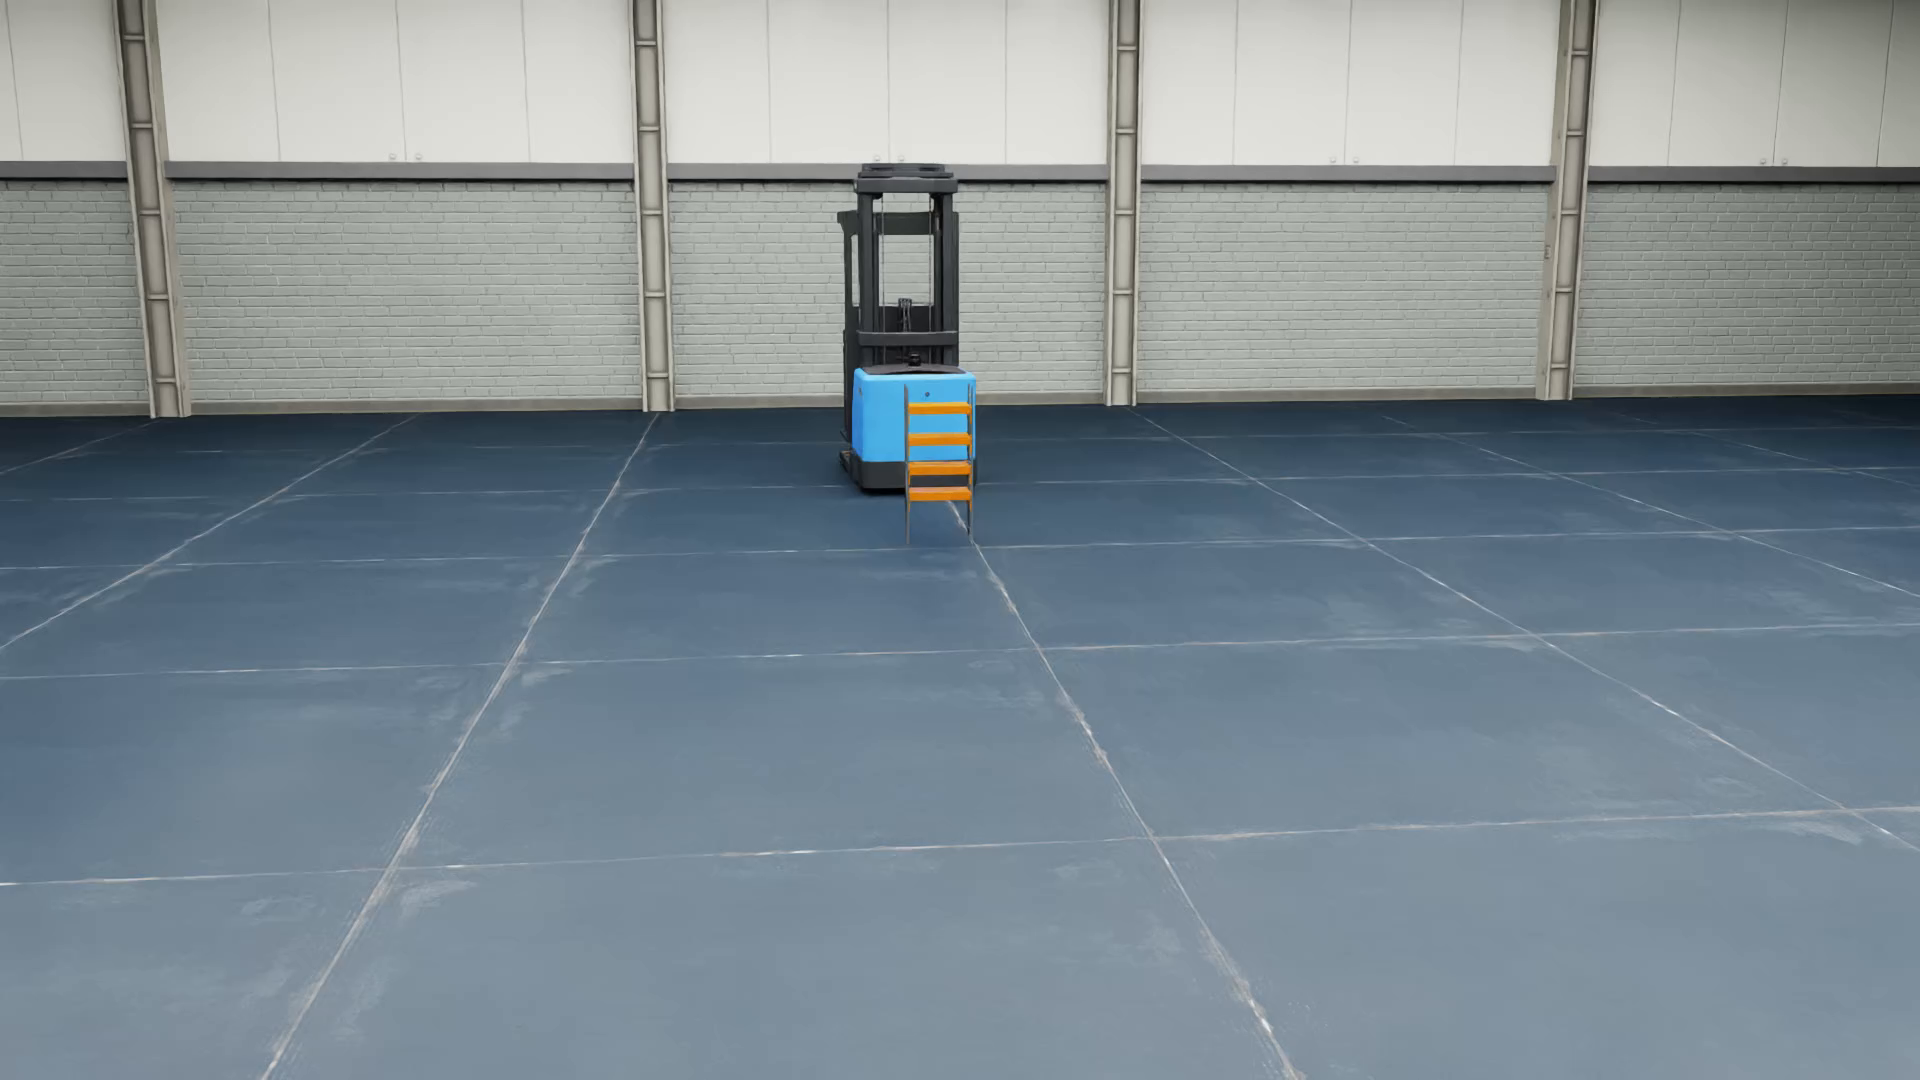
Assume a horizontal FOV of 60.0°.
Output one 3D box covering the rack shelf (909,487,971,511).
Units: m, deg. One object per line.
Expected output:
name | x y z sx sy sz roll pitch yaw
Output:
rack shelf | -0.165 -0.324 12.786 0.480 0.148 0.258 -1 11 -6

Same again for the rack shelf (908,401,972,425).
rack shelf | -0.165 -0.971 12.659 0.480 0.148 0.258 -1 11 -6

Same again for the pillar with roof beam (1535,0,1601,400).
pillar with roof beam | 8.536 -5.508 17.558 0.400 9.000 9.100 -1 11 -6

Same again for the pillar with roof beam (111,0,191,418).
pillar with roof beam | -9.359 -5.133 15.650 0.400 9.000 9.100 -1 11 -6

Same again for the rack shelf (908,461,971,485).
rack shelf | -0.165 -0.519 12.748 0.480 0.148 0.258 -1 11 -6

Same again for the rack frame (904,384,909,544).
rack frame | -0.407 -0.580 12.709 0.015 1.200 0.240 -1 11 -6

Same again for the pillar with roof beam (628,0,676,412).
pillar with roof beam | -3.394 -5.258 16.286 0.400 9.000 9.100 -1 11 -6

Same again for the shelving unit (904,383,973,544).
shelving unit | -0.165 -0.585 12.735 0.503 1.200 0.258 -1 11 -6

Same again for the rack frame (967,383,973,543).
rack frame | 0.078 -0.590 12.761 0.015 1.200 0.240 -1 11 -6

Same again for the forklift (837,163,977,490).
forklift | -0.595 -2.129 16.099 1.130 2.935 3.031 -2 11 -9

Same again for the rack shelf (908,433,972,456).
rack shelf | -0.165 -0.739 12.705 0.480 0.148 0.258 -1 11 -6

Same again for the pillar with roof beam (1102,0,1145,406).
pillar with roof beam | 2.571 -5.383 16.922 0.400 9.000 9.100 -1 11 -6
